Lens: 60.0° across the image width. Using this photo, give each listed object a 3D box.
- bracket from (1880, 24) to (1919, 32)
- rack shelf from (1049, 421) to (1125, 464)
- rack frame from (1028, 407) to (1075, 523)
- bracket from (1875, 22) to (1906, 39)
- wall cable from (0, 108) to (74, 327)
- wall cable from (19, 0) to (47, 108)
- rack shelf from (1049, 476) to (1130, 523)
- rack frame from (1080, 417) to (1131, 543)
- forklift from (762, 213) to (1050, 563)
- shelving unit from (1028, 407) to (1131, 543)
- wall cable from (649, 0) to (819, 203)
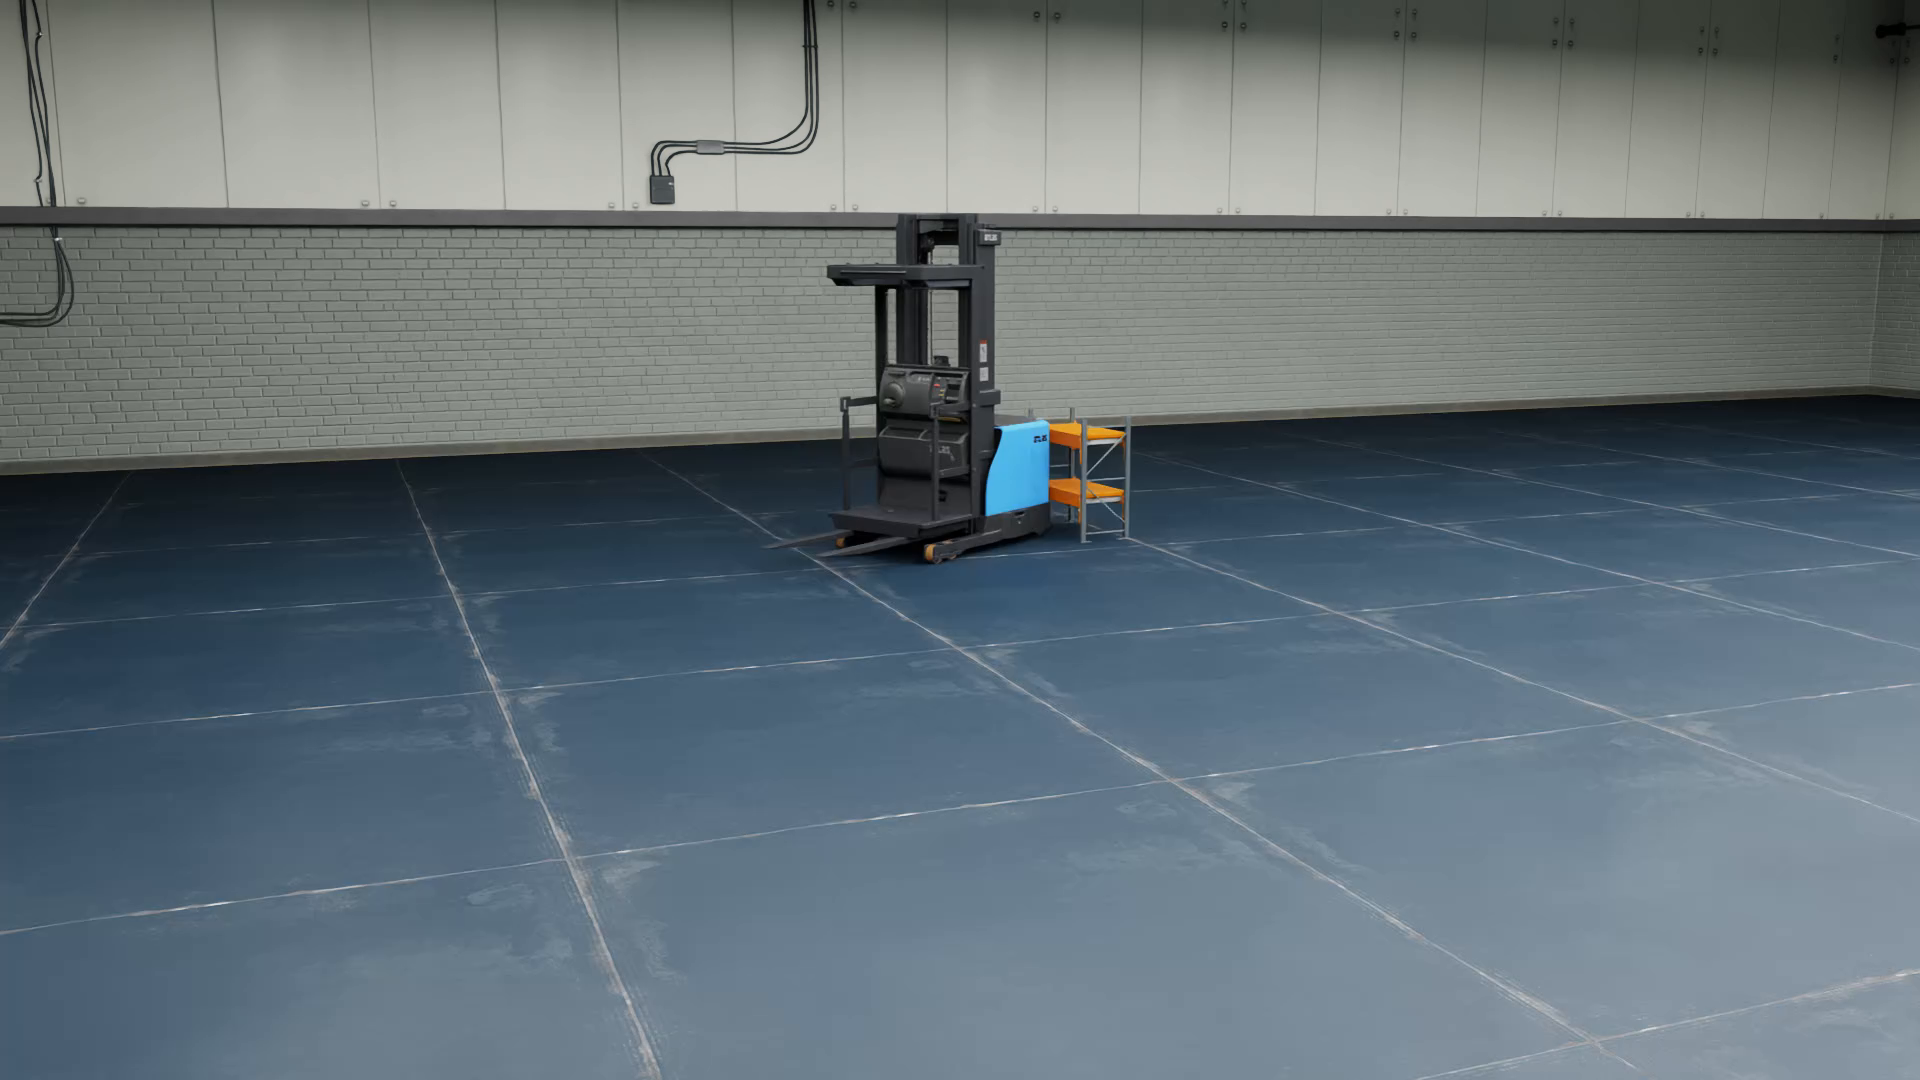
[{"bbox_3d":[16.265,-8.688,28.119,0.076,0.066,3.189,-4,11,-21],"label":"bracket"},{"bbox_3d":[1.101,-0.917,15.525,0.538,0.278,1.000,-5,11,-26],"label":"rack shelf"},{"bbox_3d":[0.878,-0.709,16.026,0.500,1.125,0.032,-5,11,-26],"label":"rack frame"},{"bbox_3d":[16.051,-8.784,28.661,0.235,0.232,0.430,-4,11,-21],"label":"bracket"},{"bbox_3d":[-11.803,-3.617,18.756,3.097,2.526,0.112,-4,11,-21],"label":"wall cable"},{"bbox_3d":[-9.282,-6.275,19.279,3.097,2.526,0.112,-4,11,-21],"label":"wall cable"},{"bbox_3d":[1.101,-0.389,15.619,0.538,0.278,1.000,-5,11,-26],"label":"rack shelf"},{"bbox_3d":[1.323,-0.549,15.126,0.500,1.125,0.032,-5,11,-26],"label":"rack frame"},{"bbox_3d":[-0.446,-1.339,14.411,1.130,2.935,3.031,8,13,36],"label":"forklift"},{"bbox_3d":[1.101,-0.629,15.576,0.538,1.125,1.048,-5,11,-26],"label":"shelving unit"},{"bbox_3d":[-2.949,-7.420,21.558,2.305,6.003,0.169,-4,11,-21],"label":"wall cable"}]
